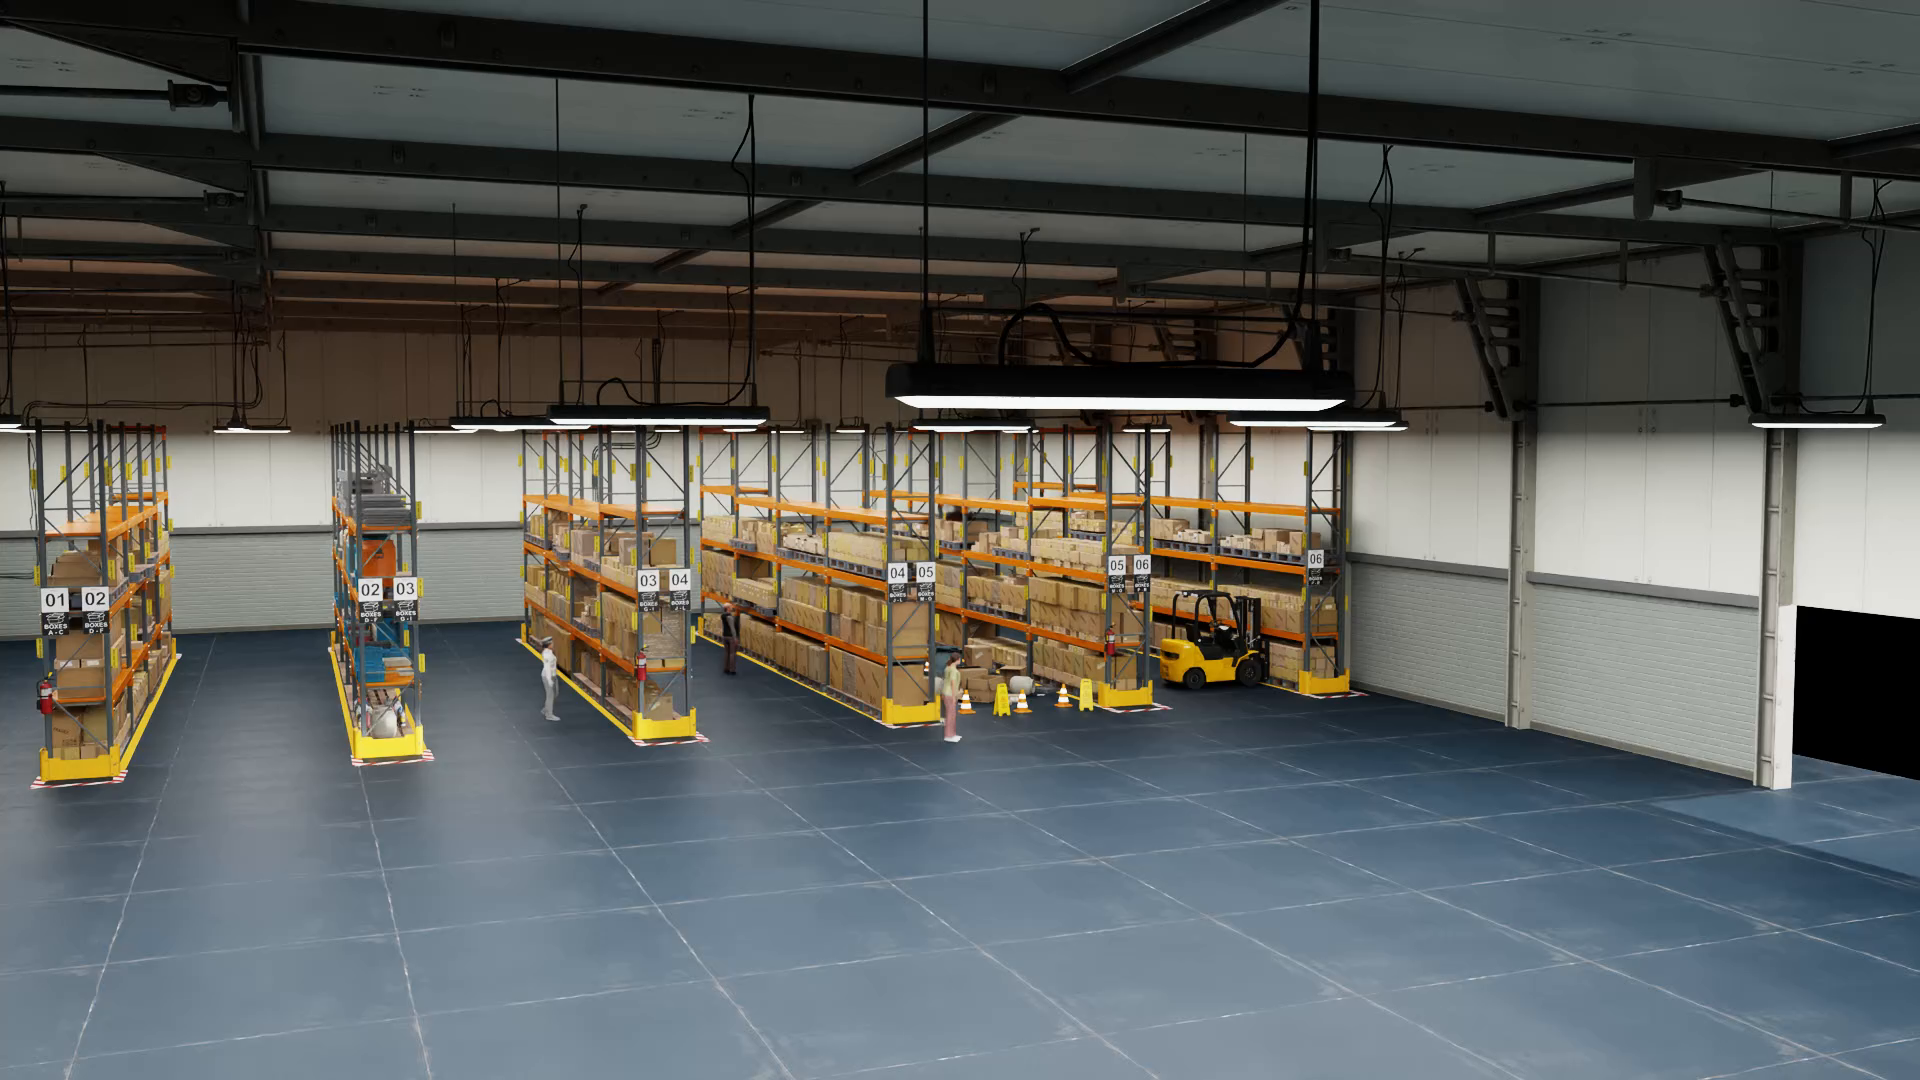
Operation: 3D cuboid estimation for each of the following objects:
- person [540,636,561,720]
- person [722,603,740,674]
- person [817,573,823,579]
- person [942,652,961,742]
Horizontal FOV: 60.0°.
[{"bbox_3d":[-8.300,2.790,33.626,0.465,1.700,0.540,0,4,0],"label":"person"},{"bbox_3d":[-5.504,2.363,40.089,0.483,1.715,0.579,-3,5,-44],"label":"person"},{"bbox_3d":[-4.152,1.773,49.794,0.514,1.699,0.471,3,5,40],"label":"person"},{"bbox_3d":[-0.147,2.939,31.217,0.345,1.687,0.475,-1,4,-15],"label":"person"}]
